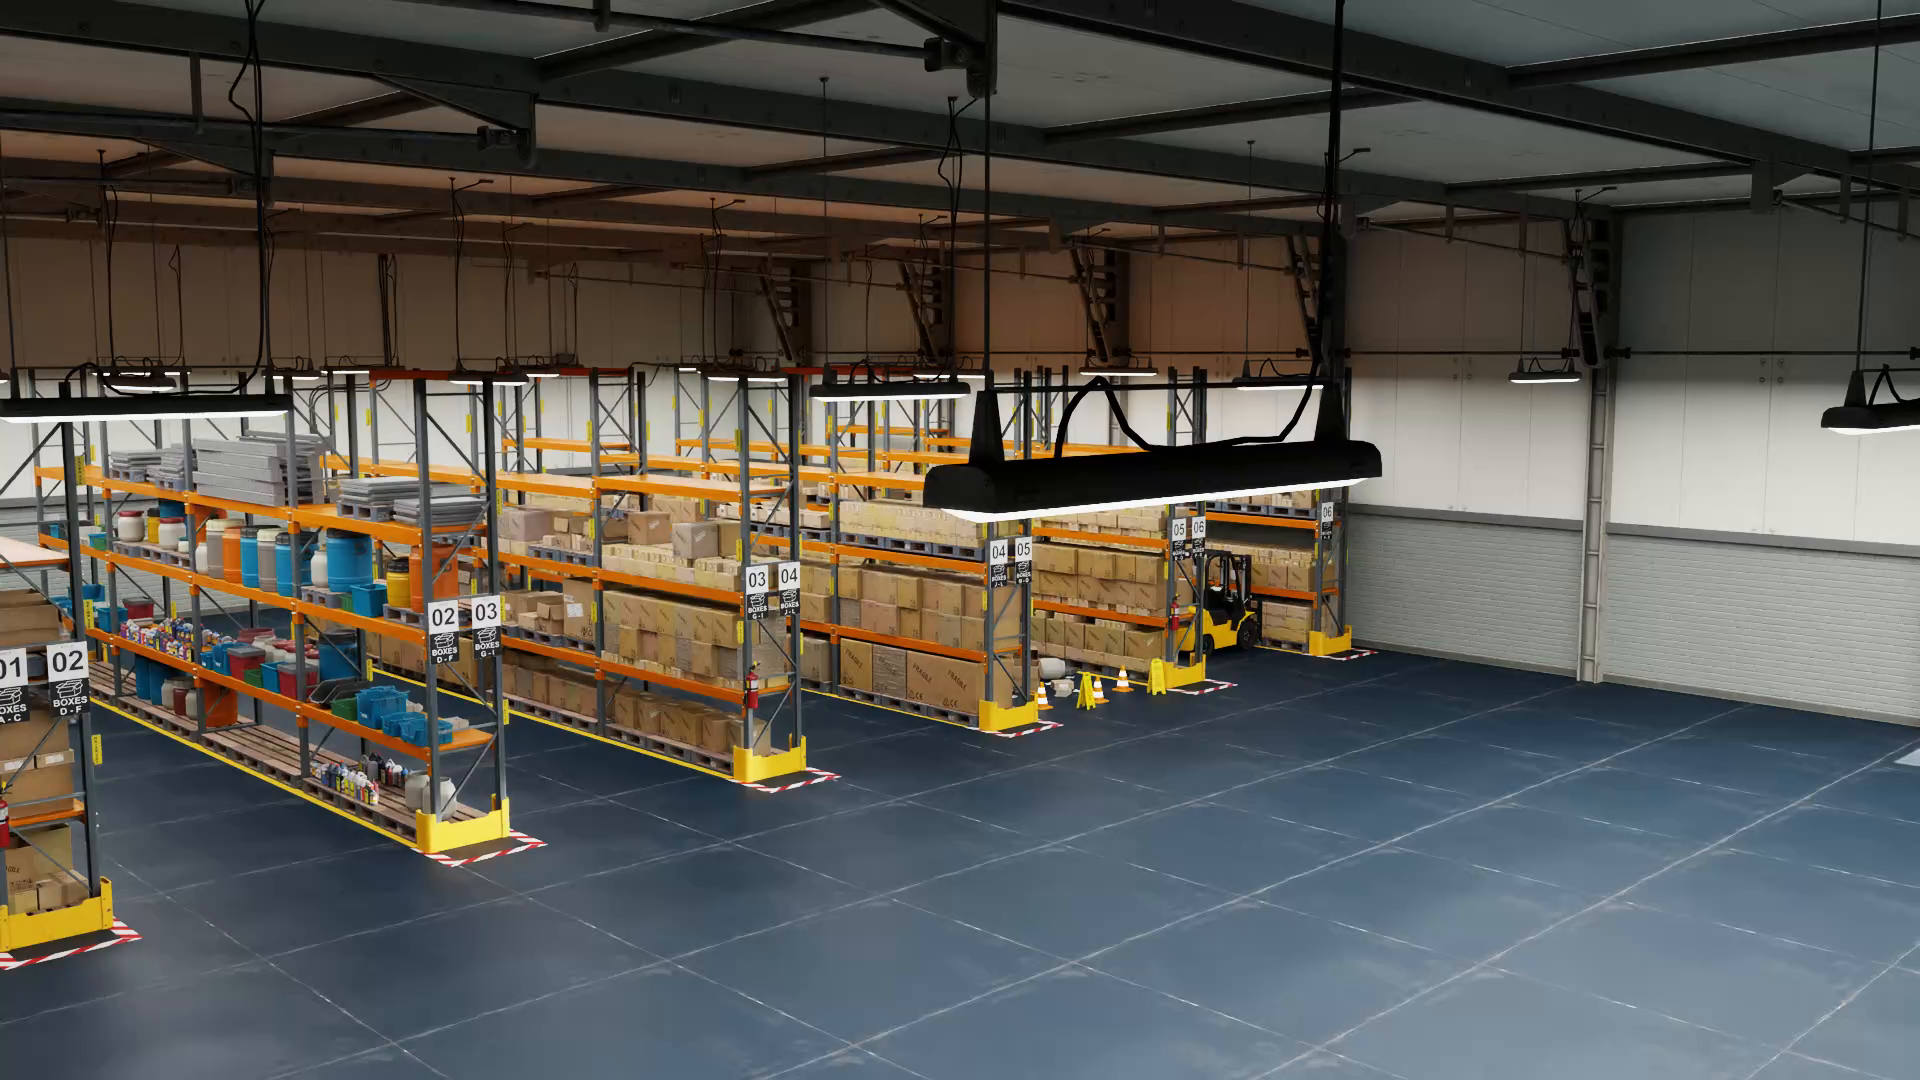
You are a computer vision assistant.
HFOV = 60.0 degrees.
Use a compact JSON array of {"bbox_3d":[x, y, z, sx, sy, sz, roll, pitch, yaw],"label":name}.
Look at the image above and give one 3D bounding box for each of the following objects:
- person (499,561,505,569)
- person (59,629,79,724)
[{"bbox_3d":[-11.178,0.942,40.165,0.709,1.705,0.612,2,7,18],"label":"person"},{"bbox_3d":[-15.087,2.323,28.184,0.588,1.653,0.555,-4,8,-32],"label":"person"}]
